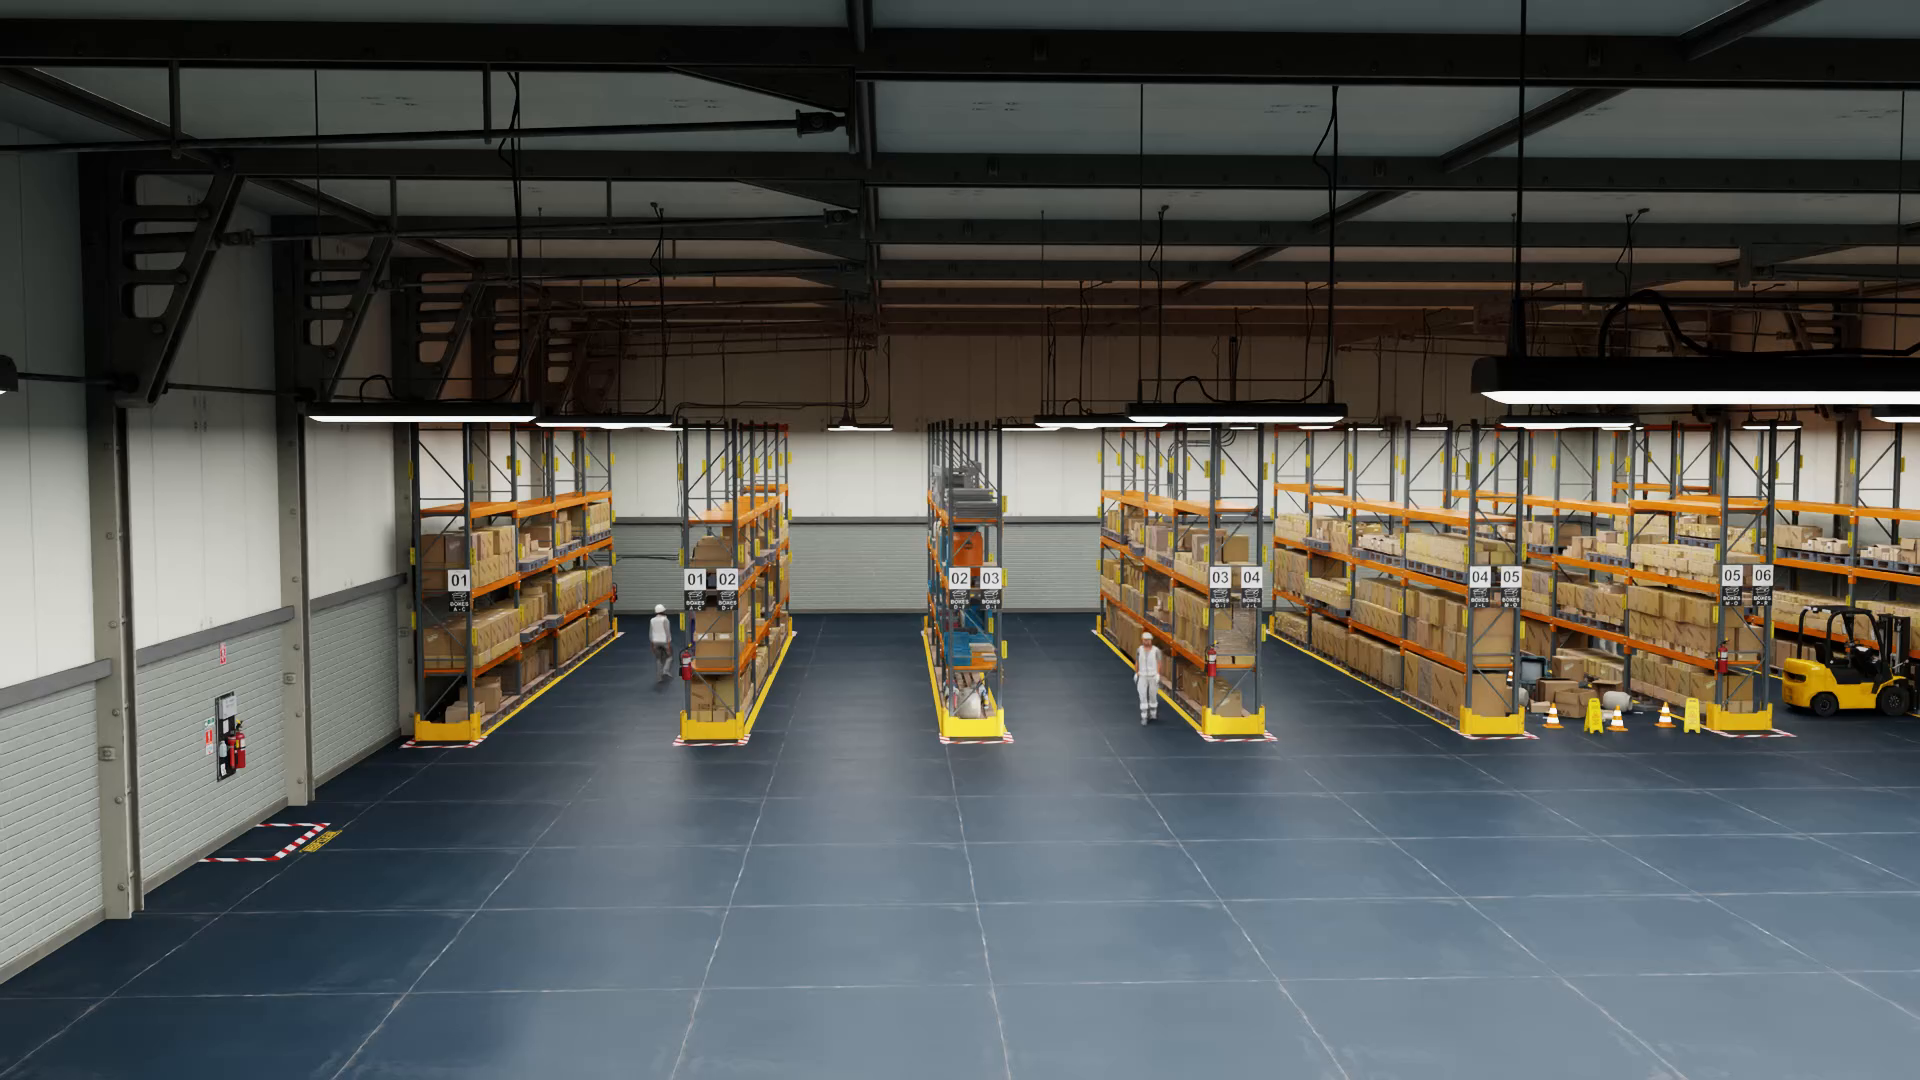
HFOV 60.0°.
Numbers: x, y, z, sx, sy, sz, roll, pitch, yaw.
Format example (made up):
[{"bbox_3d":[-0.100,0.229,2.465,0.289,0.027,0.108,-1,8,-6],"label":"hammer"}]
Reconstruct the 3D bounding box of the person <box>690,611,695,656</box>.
[{"bbox_3d":[-6.753,2.162,42.905,0.524,1.579,1.032,0,4,-4],"label":"person"}]

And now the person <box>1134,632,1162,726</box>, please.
[{"bbox_3d":[3.709,2.726,32.944,0.583,1.791,0.811,1,4,16],"label":"person"}]

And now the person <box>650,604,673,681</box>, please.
[{"bbox_3d":[-6.911,2.373,38.431,0.579,1.763,0.484,0,4,7],"label":"person"}]

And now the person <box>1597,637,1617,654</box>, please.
[{"bbox_3d":[16.648,2.125,42.593,0.570,1.814,0.595,-1,4,-12],"label":"person"}]
